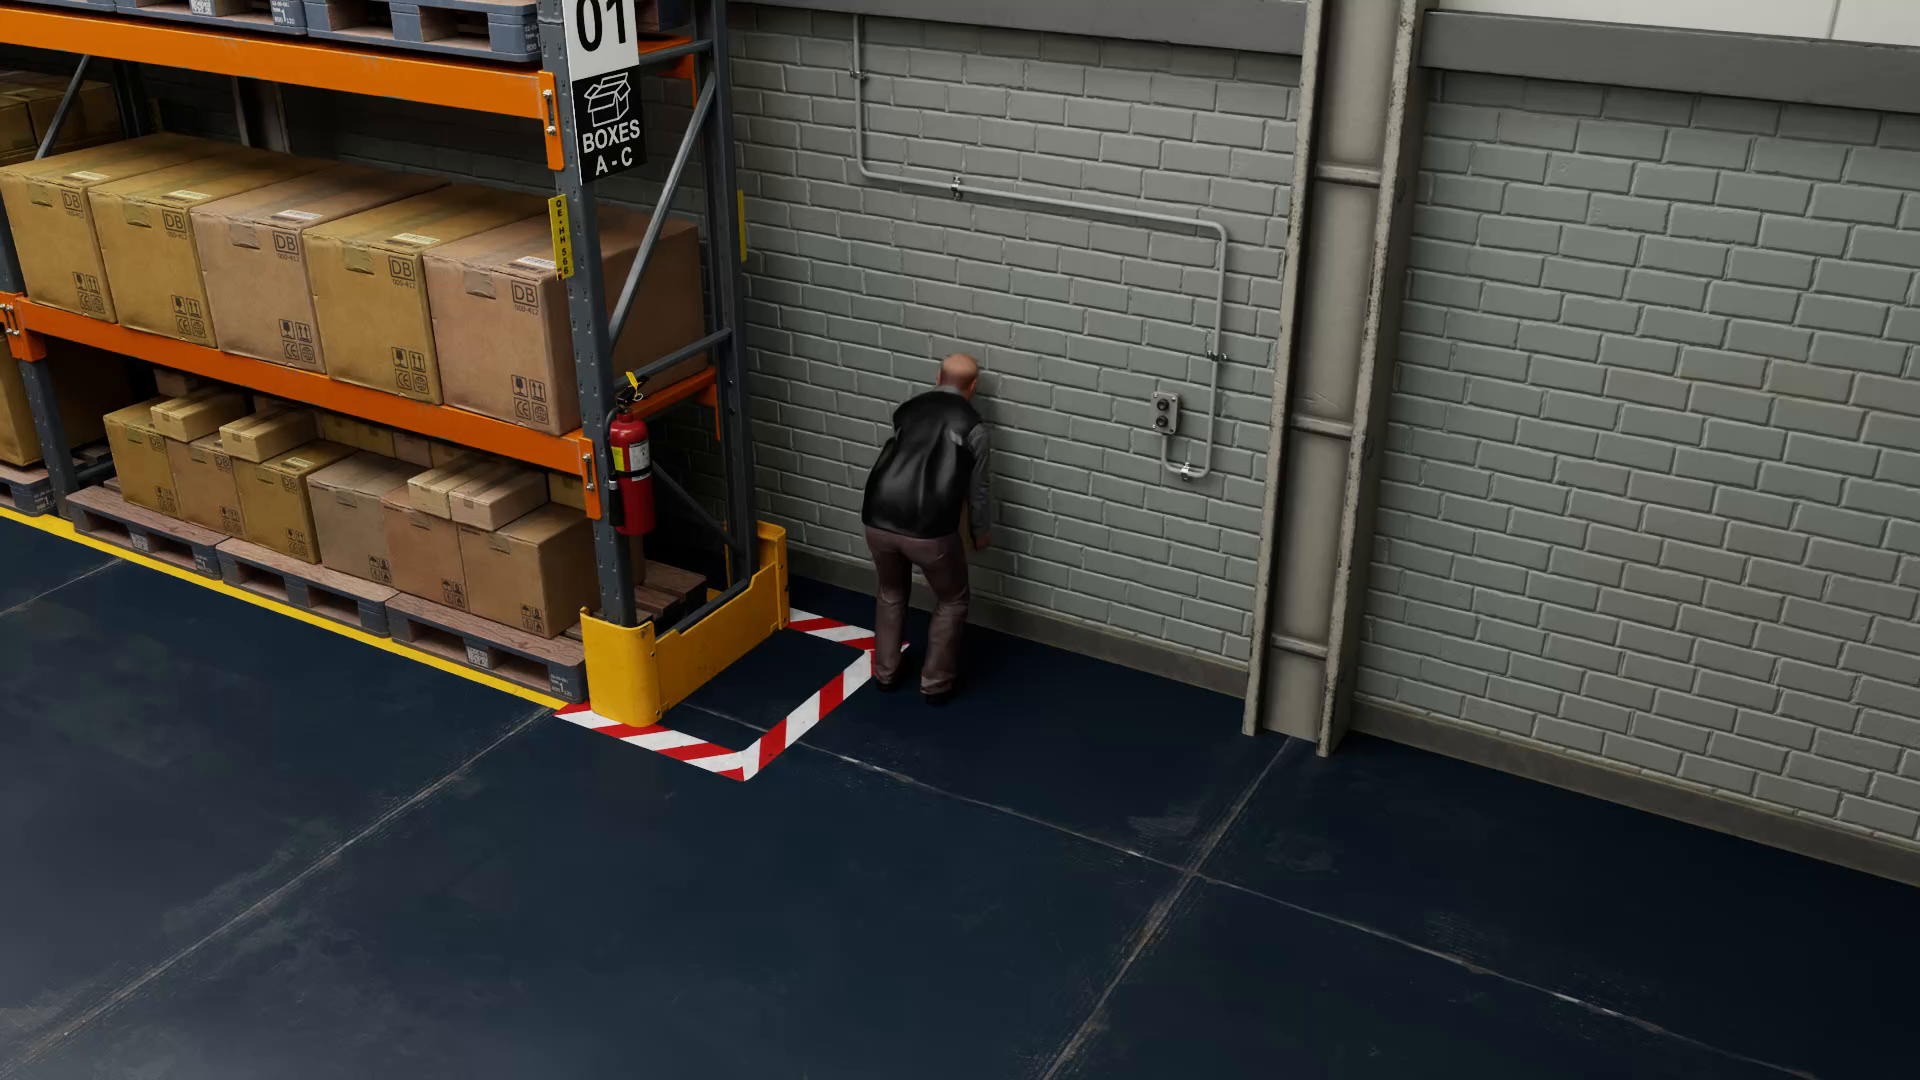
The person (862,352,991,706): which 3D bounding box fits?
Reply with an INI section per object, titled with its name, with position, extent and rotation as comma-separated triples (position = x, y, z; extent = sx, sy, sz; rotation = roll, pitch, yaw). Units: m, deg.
[person]
position = -0.126, -0.049, 7.525
extent = 0.469, 1.474, 0.798
rotation = 12, 29, 23
